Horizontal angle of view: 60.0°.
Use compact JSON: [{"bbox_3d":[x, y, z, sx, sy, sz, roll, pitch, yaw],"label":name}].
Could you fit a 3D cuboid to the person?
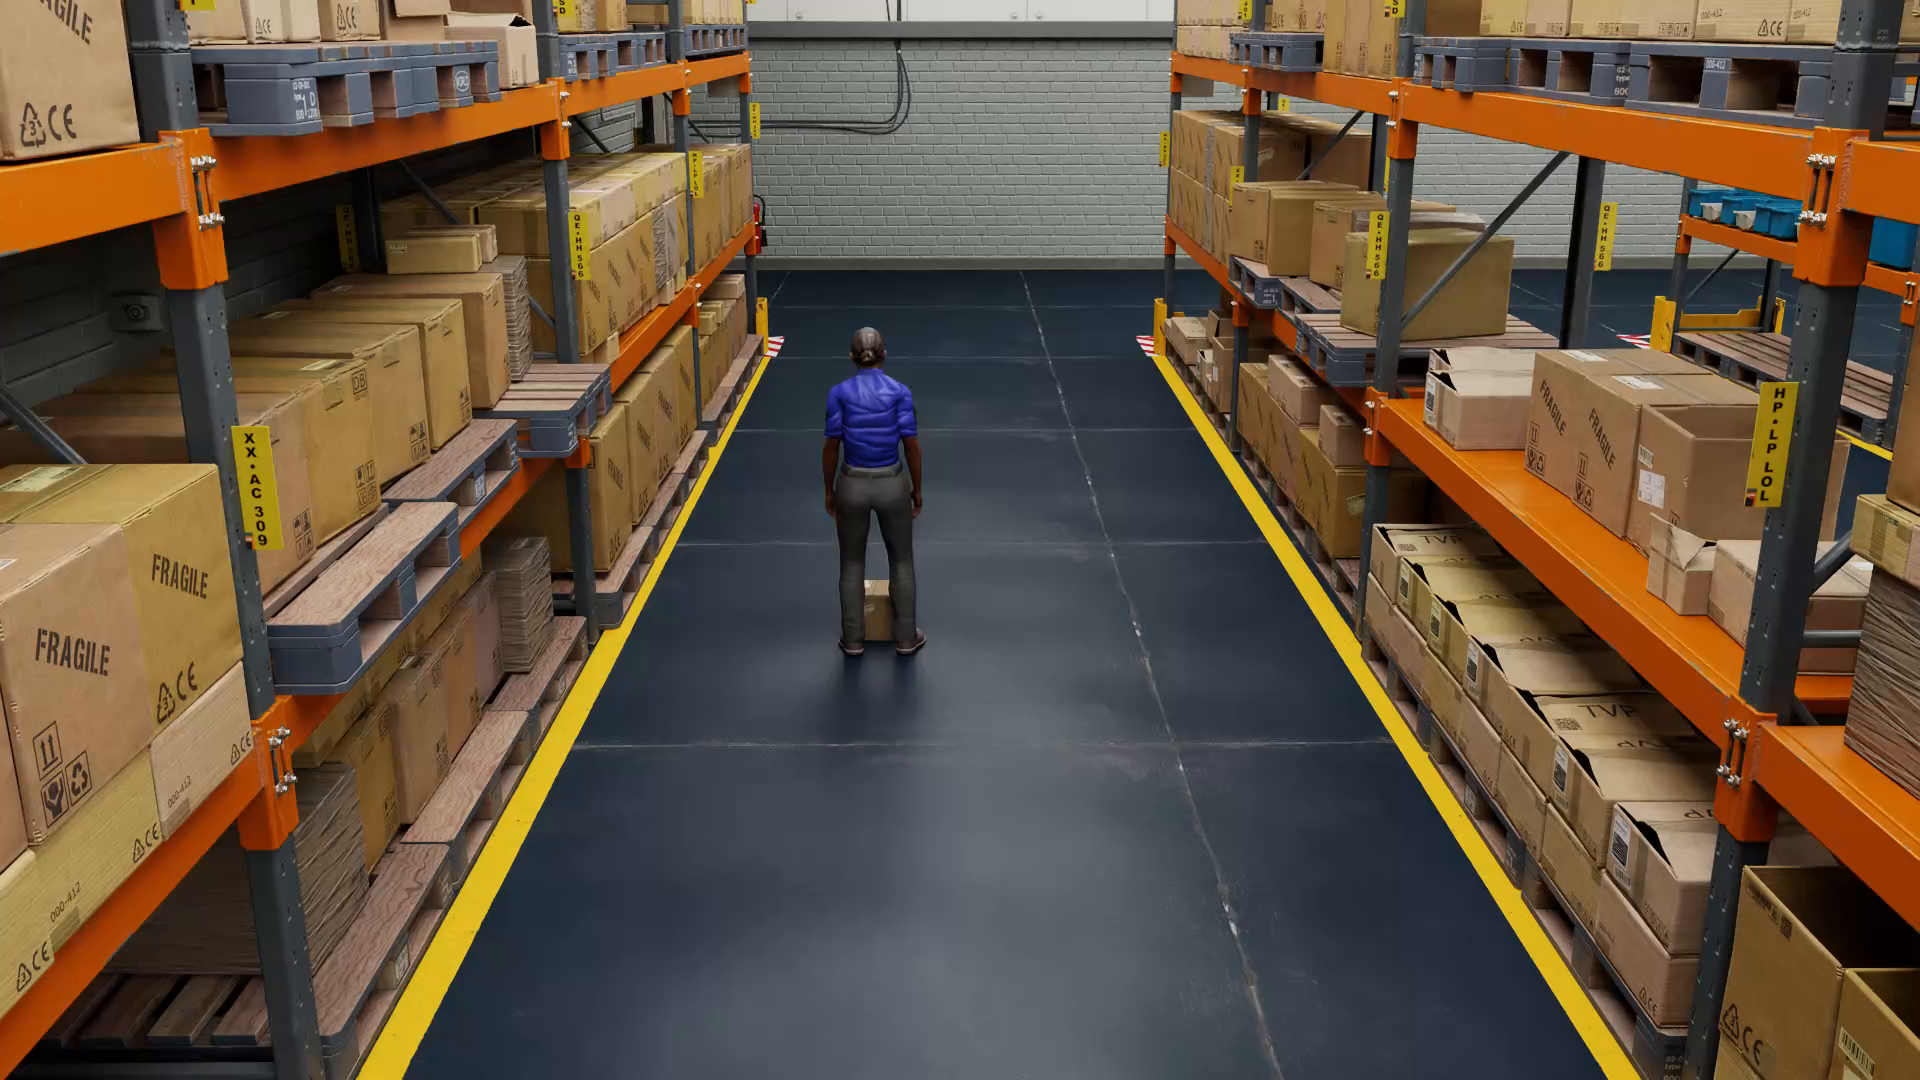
[{"bbox_3d":[-0.429,-0.233,8.303,0.505,1.655,0.347,0,17,0],"label":"person"}]
